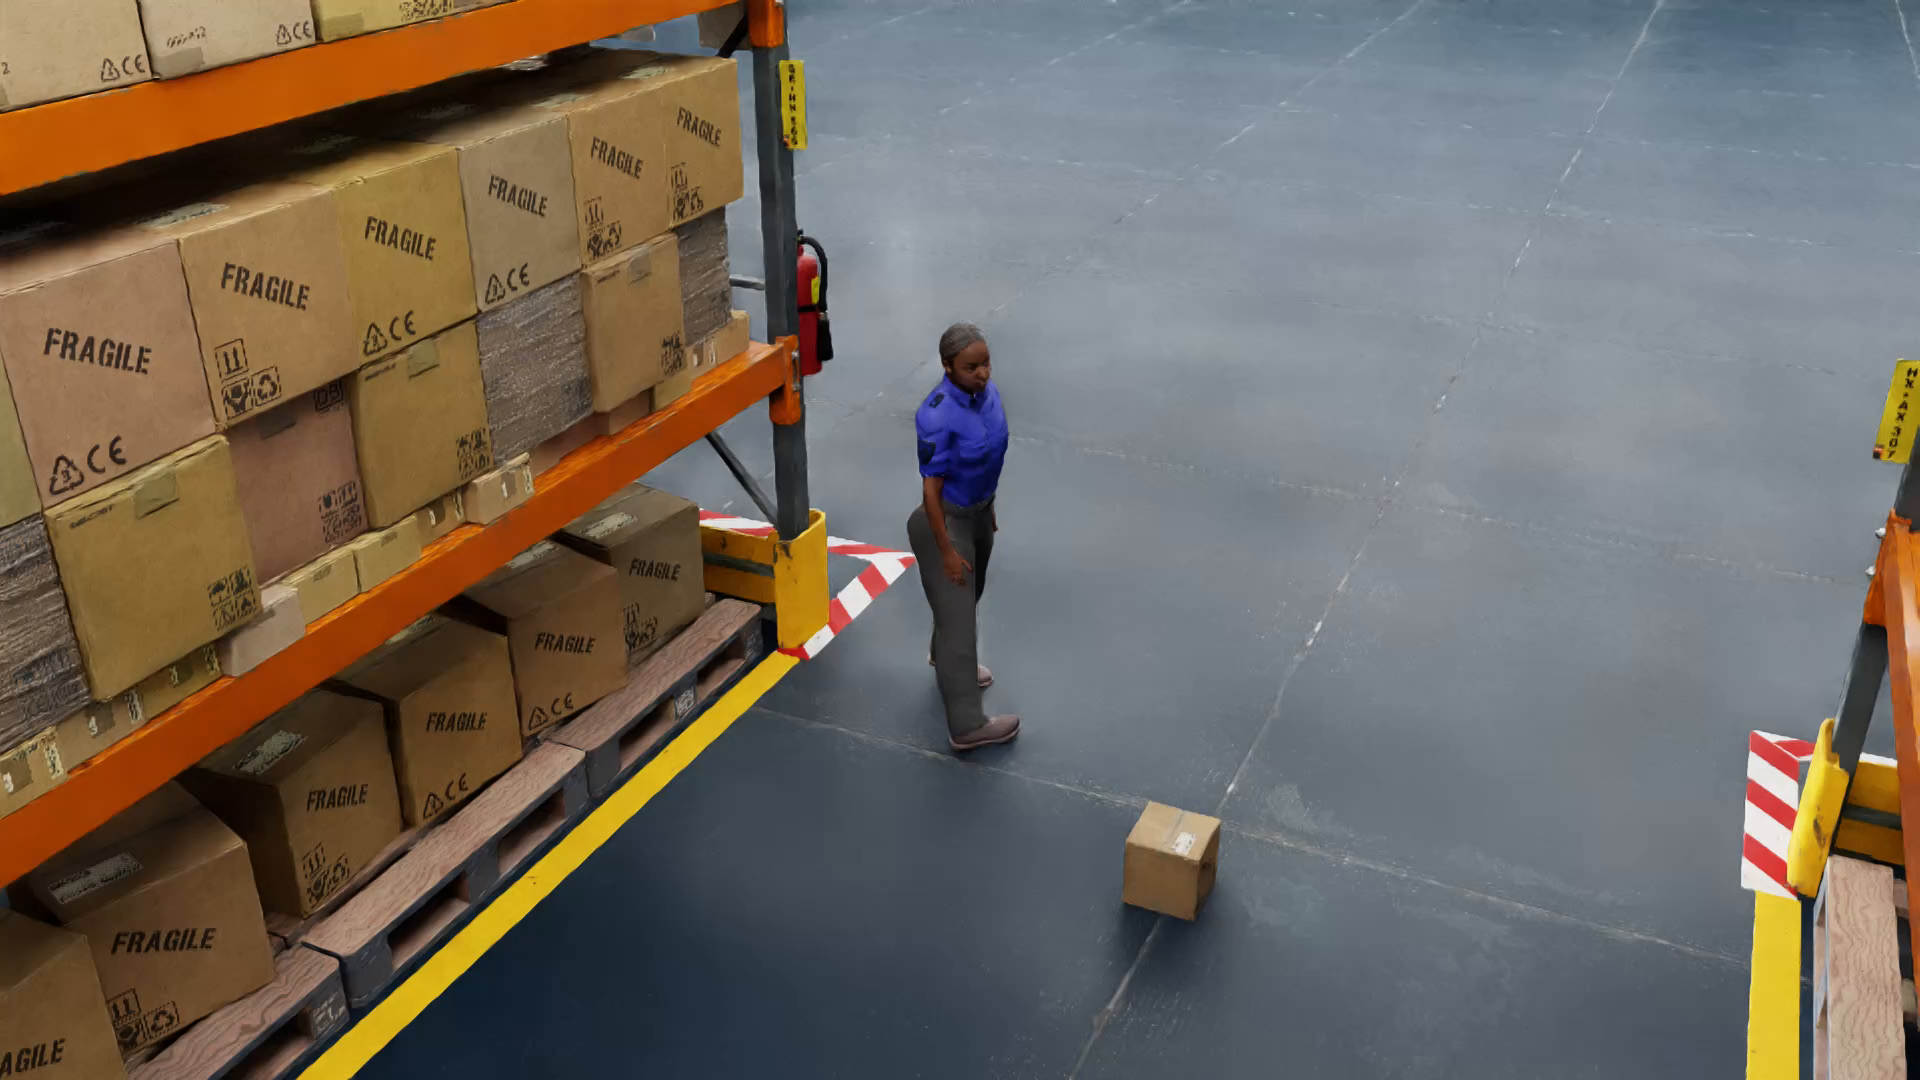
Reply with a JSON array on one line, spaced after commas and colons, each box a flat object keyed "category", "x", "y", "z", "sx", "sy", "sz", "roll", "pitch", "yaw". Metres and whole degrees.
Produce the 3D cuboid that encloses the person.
[{"category": "person", "x": 0.017, "y": -0.052, "z": 6.256, "sx": 0.575, "sy": 1.646, "sz": 0.580, "roll": 14, "pitch": 30, "yaw": 26}]
